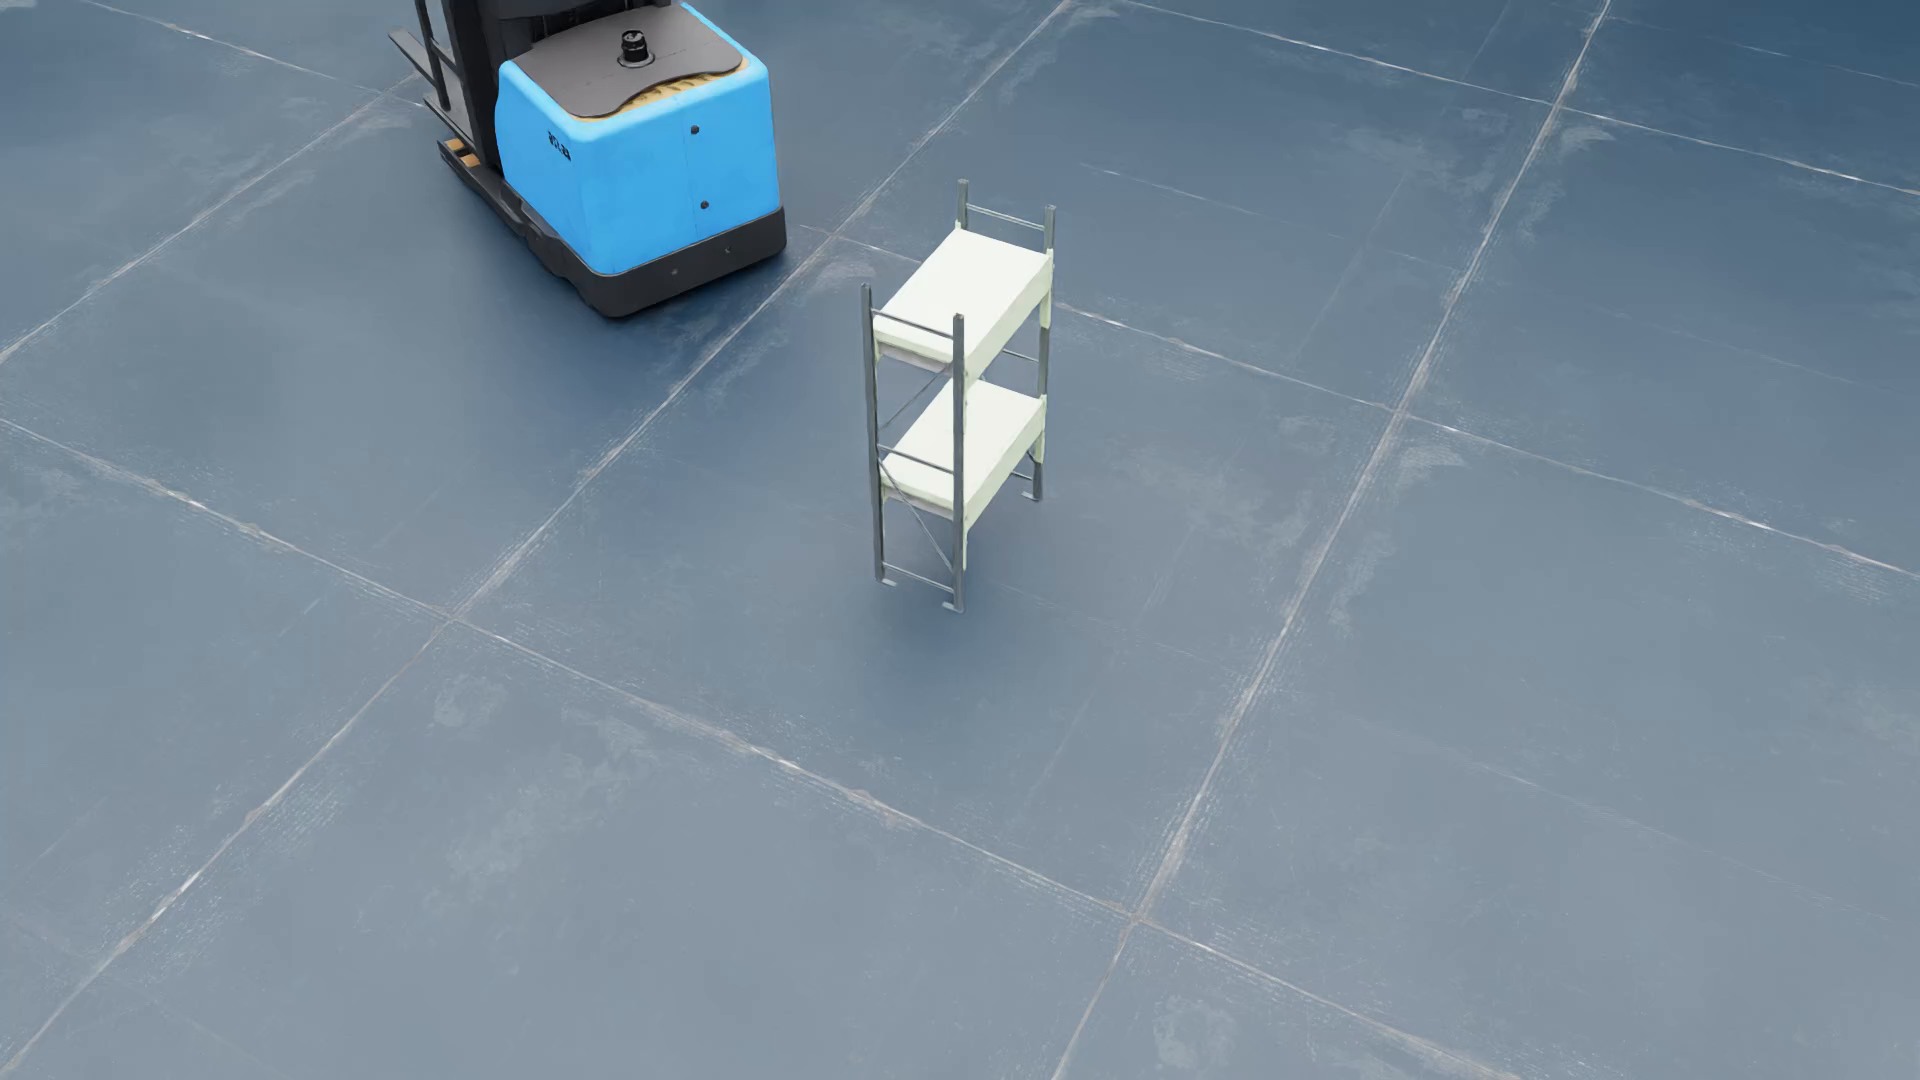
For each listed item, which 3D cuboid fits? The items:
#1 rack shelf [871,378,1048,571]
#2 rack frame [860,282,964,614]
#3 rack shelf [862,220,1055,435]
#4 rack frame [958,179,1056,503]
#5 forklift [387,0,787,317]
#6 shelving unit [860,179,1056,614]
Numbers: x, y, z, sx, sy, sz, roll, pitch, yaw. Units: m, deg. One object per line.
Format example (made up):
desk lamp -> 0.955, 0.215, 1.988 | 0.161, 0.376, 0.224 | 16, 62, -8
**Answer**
rack shelf -> 0.003, -0.302, 6.733 | 0.431, 0.370, 0.720 | 20, 49, 19
rack frame -> -0.167, -0.301, 6.273 | 0.400, 1.500, 0.023 | 20, 49, 19
rack shelf -> 0.003, -0.806, 6.223 | 0.431, 0.370, 0.720 | 20, 49, 19
rack frame -> 0.173, -0.762, 6.729 | 0.400, 1.500, 0.023 | 20, 49, 19
forklift -> -2.154, -3.109, 8.042 | 1.130, 2.935, 3.031 | -28, 51, -25
shelving unit -> 0.003, -0.531, 6.501 | 0.431, 1.500, 0.755 | 20, 49, 19
